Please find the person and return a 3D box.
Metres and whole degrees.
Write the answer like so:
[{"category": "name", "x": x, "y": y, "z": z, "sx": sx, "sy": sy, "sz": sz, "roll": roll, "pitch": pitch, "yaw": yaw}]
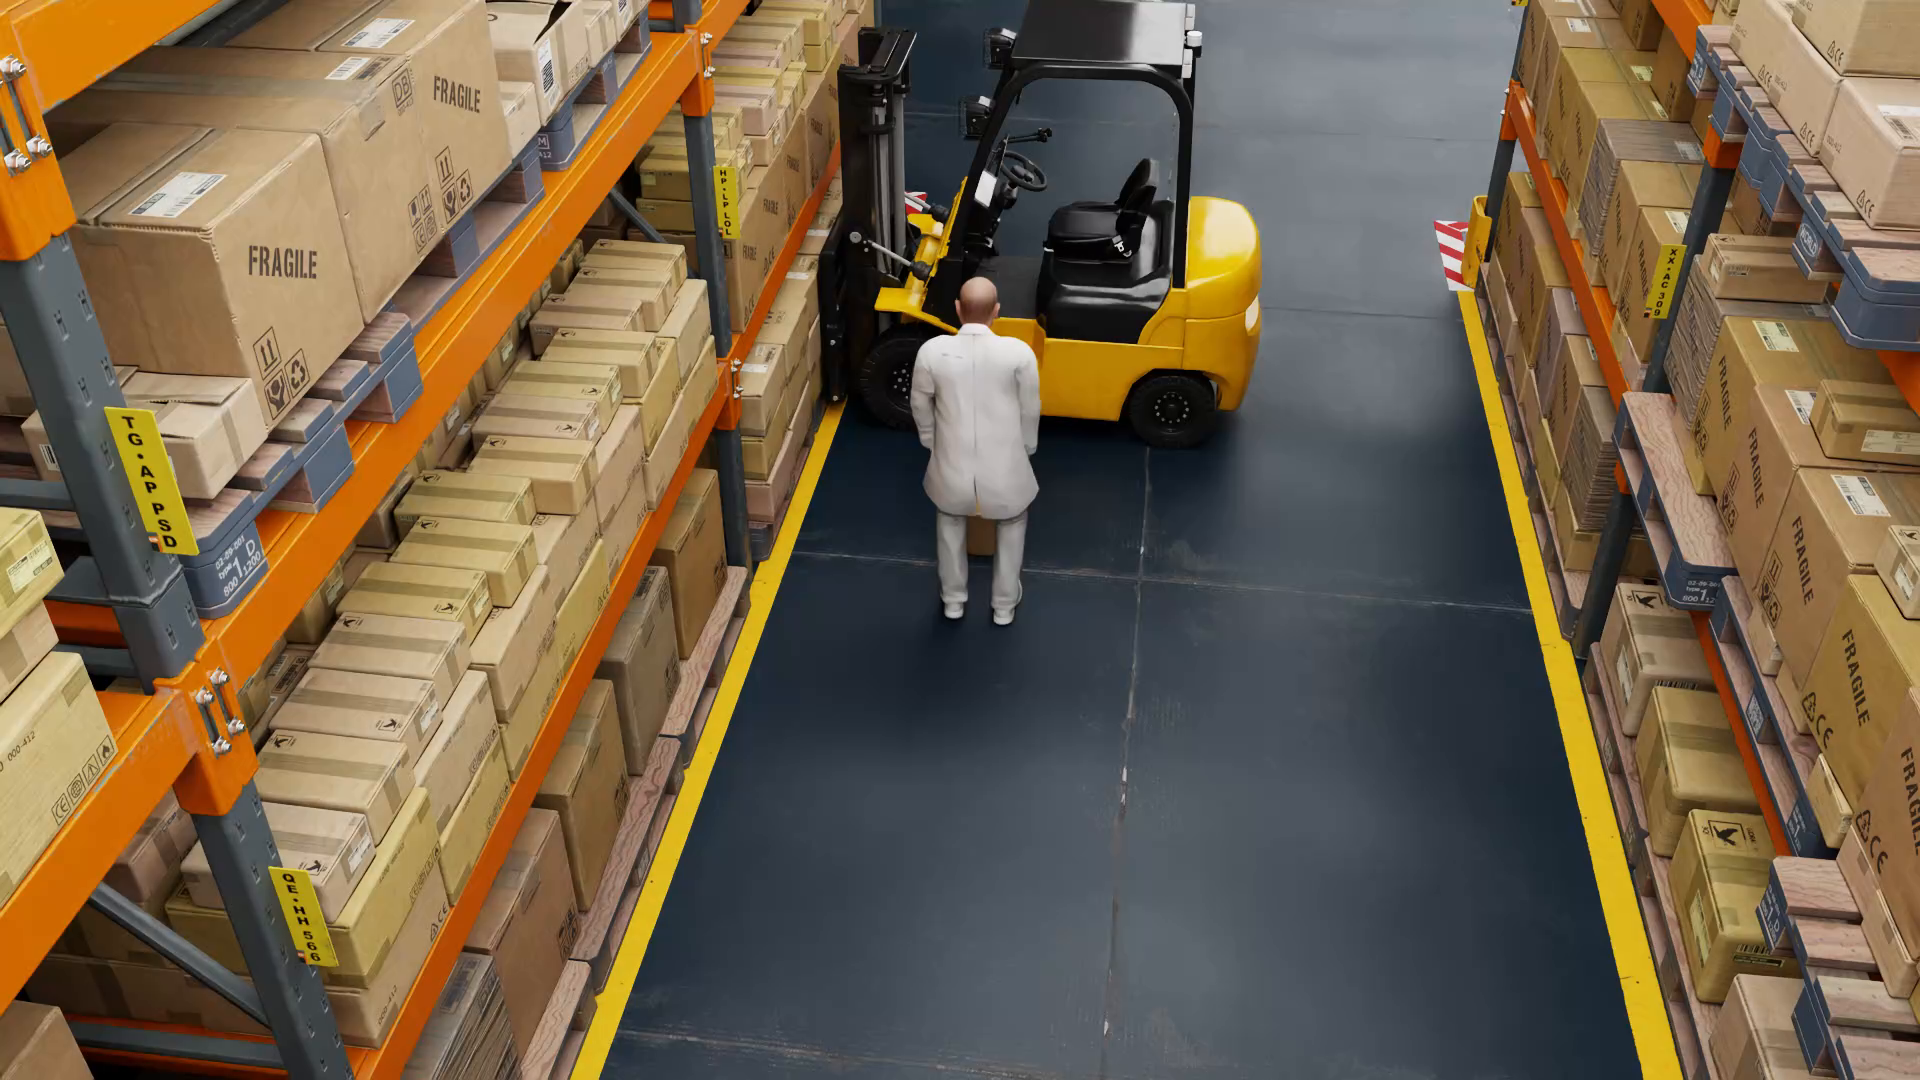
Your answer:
[{"category": "person", "x": 0.070, "y": -0.381, "z": 7.668, "sx": 0.599, "sy": 1.693, "sz": 0.459, "roll": 5, "pitch": 36, "yaw": 7}]
